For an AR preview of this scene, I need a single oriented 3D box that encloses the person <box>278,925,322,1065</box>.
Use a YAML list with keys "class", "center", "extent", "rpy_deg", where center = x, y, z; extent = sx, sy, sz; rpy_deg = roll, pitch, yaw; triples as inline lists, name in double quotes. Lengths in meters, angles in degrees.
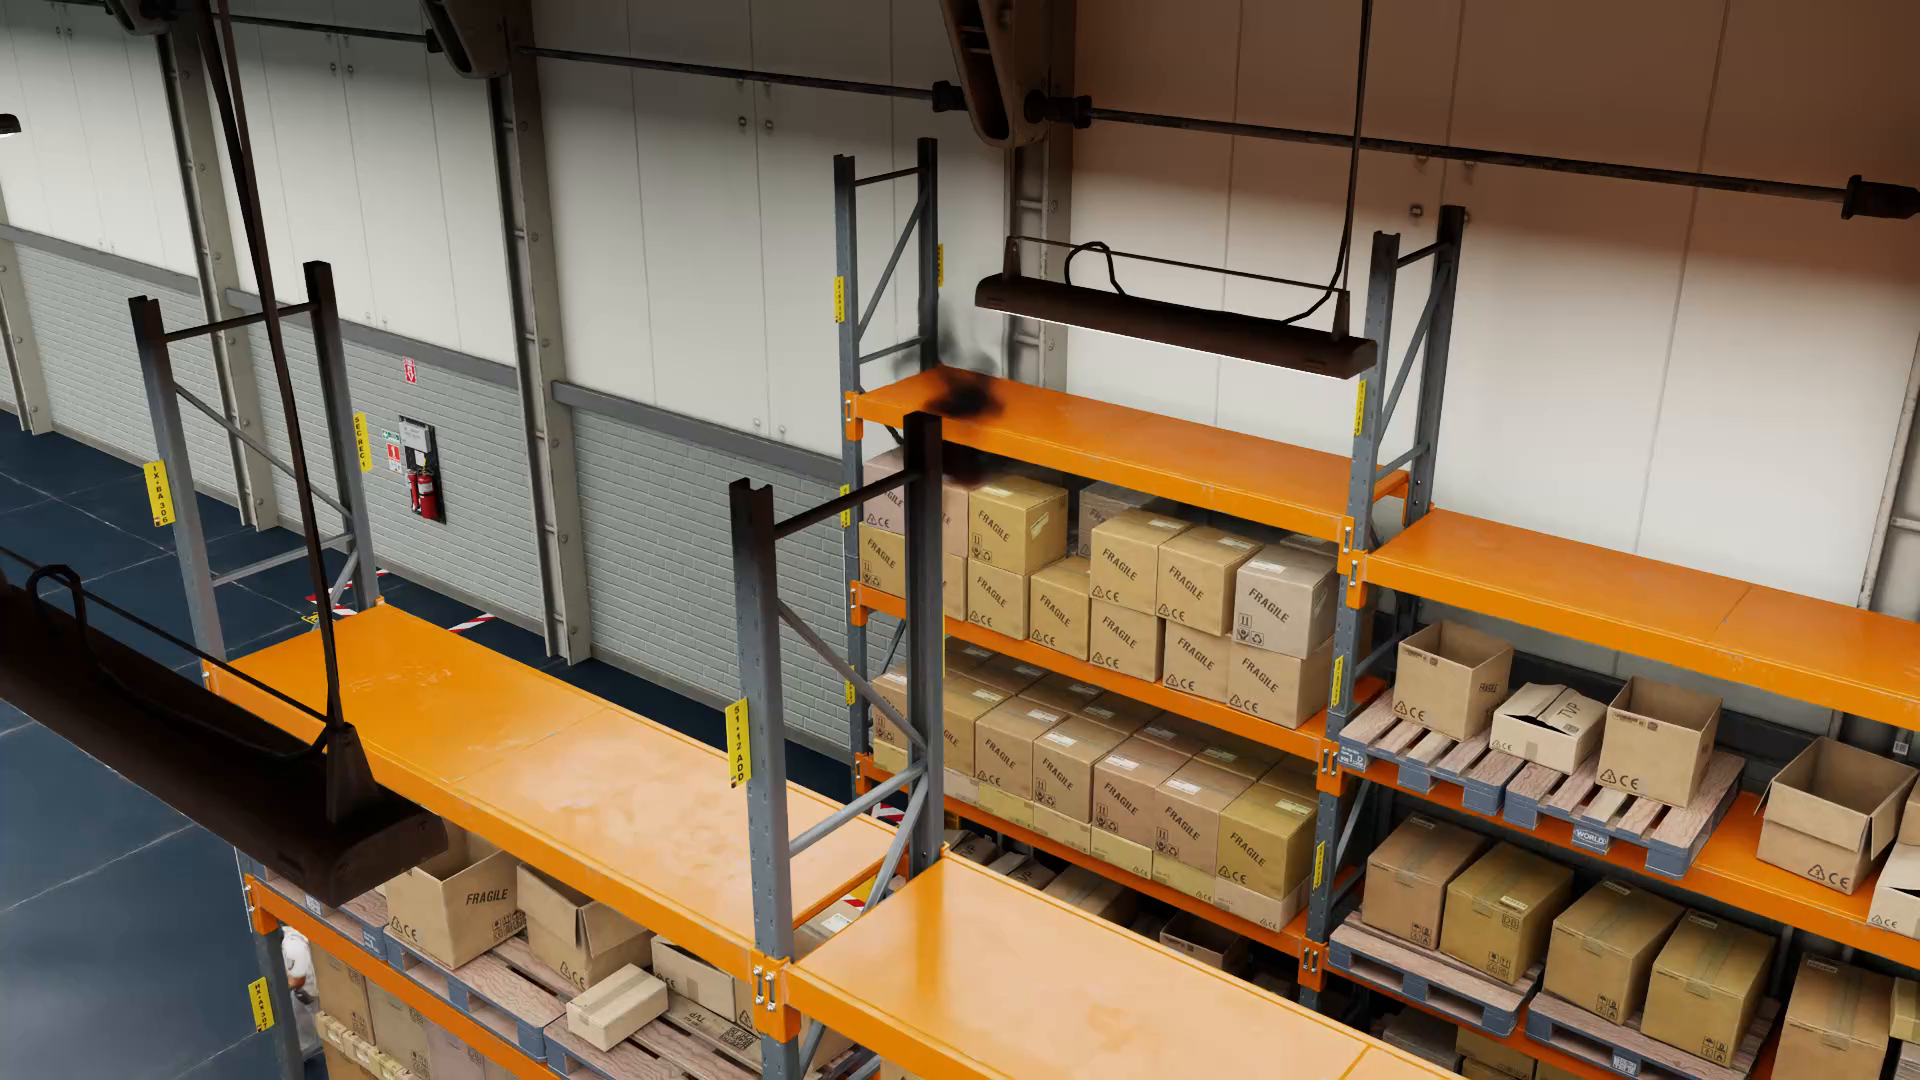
- class: "person"
  center: [-4.371, 3.026, 11.282]
  extent: [0.871, 1.650, 0.635]
  rpy_deg: [-2, 23, -4]
